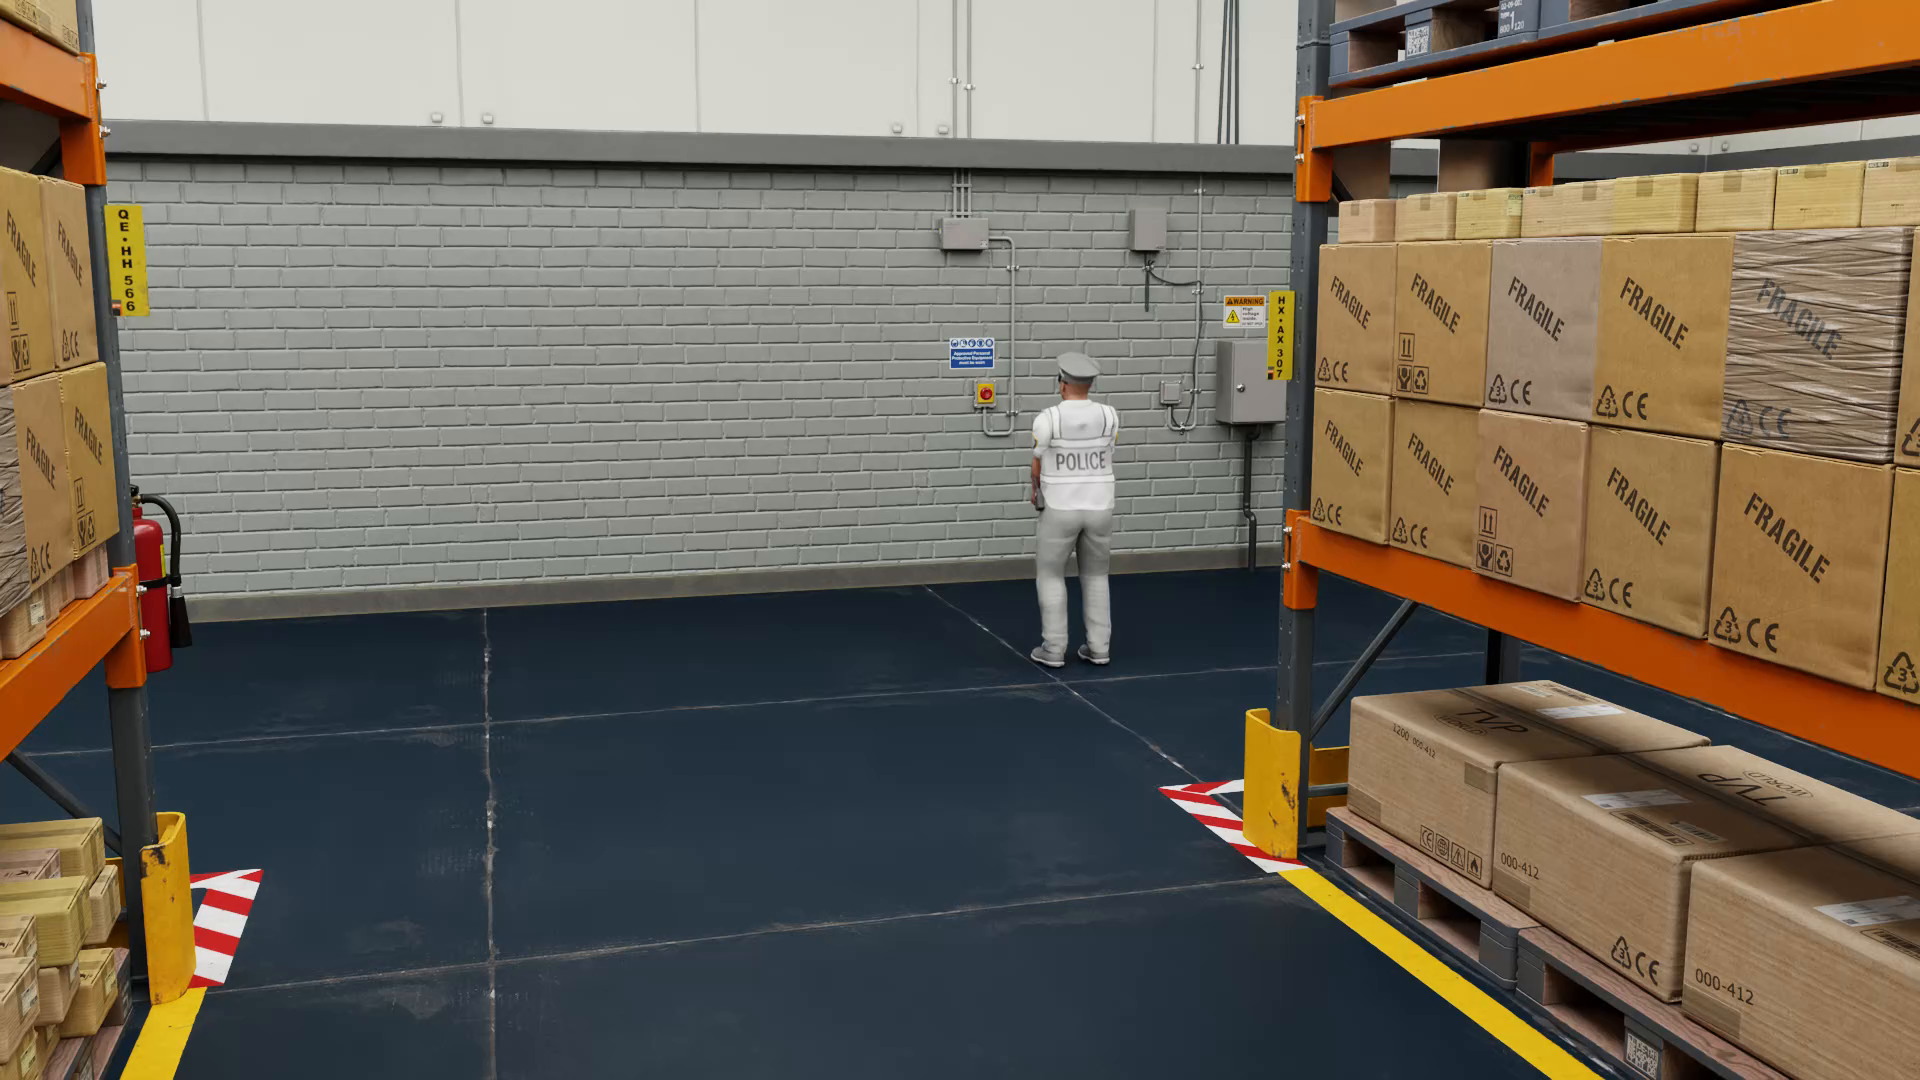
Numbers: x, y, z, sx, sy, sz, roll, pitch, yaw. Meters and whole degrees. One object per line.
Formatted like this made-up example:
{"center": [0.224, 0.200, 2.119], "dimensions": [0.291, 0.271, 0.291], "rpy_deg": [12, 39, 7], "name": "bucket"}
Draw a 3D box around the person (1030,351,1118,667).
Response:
{"center": [0.611, -0.183, 9.412], "dimensions": [0.495, 1.770, 0.562], "rpy_deg": [-3, 10, -16], "name": "person"}
